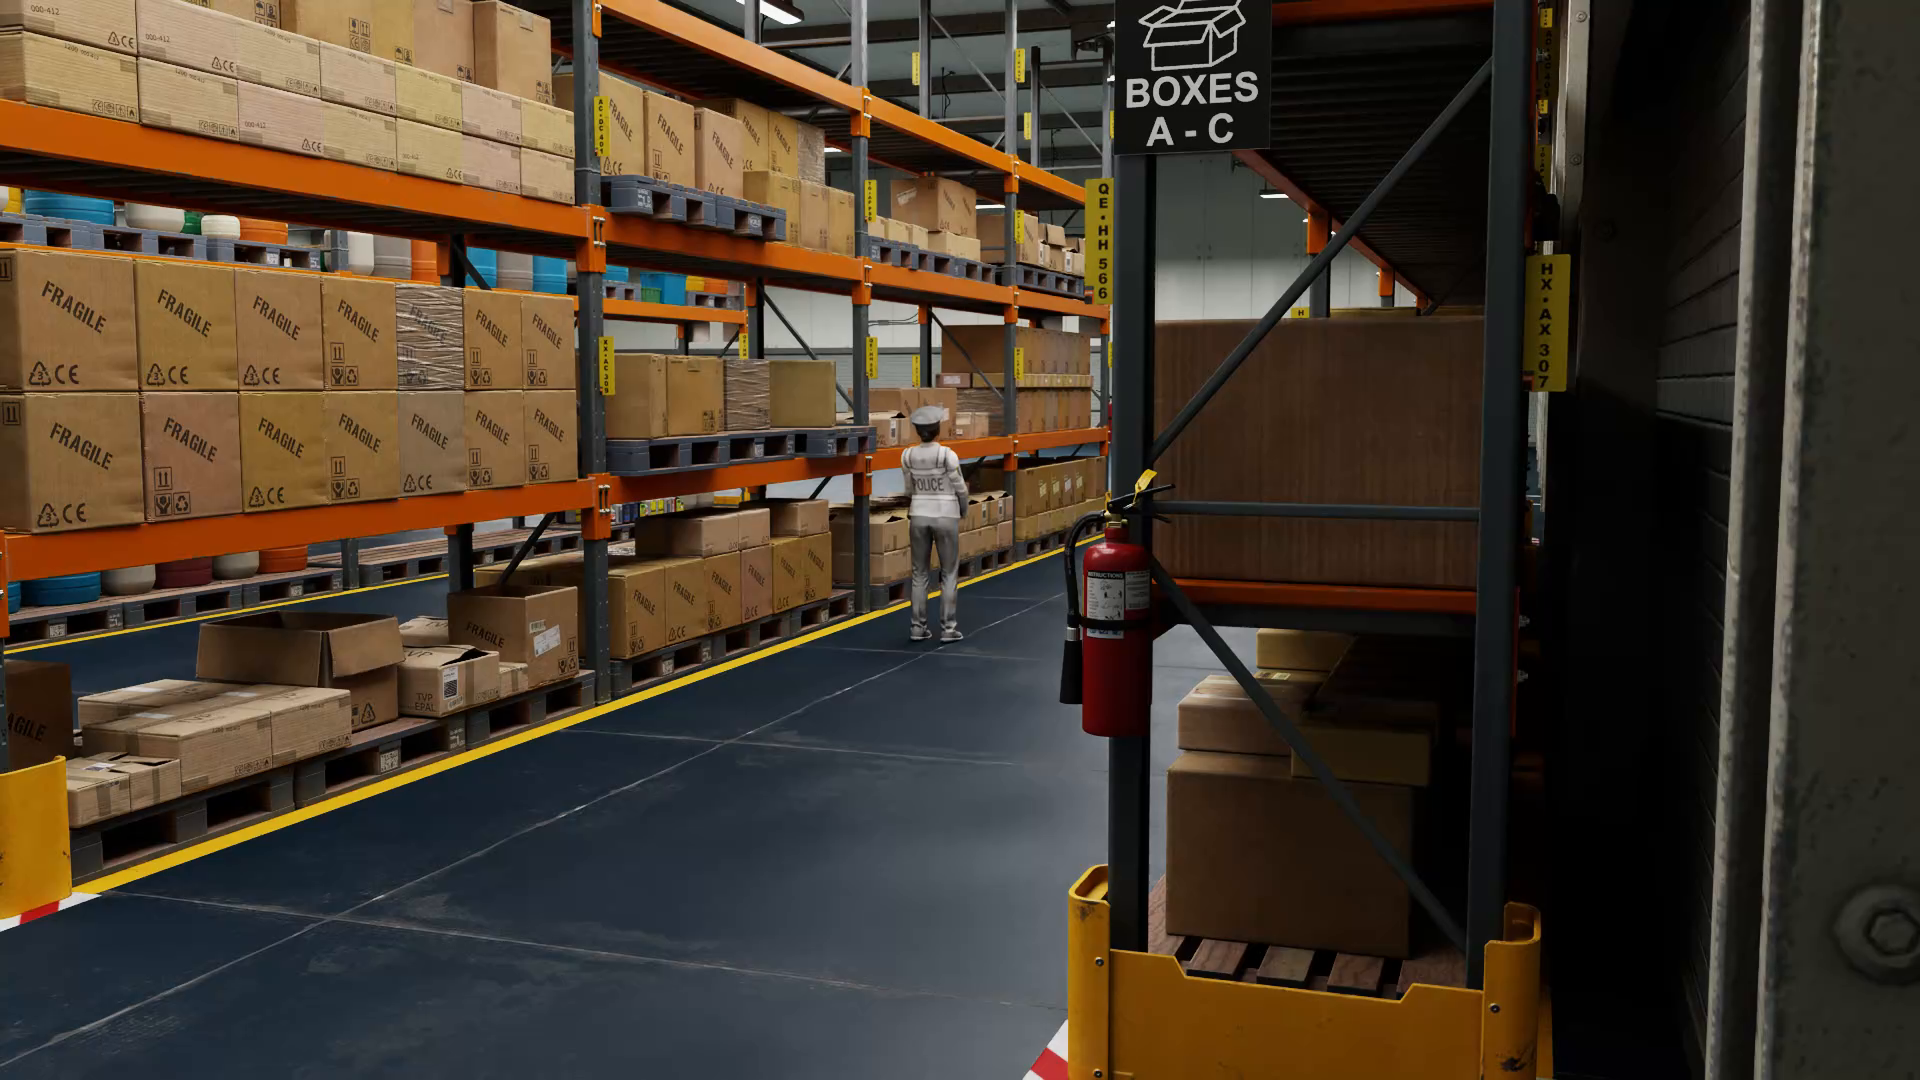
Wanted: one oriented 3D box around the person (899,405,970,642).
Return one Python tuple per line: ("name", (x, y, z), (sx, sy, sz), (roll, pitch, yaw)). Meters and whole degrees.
("person", (-0.180, -0.120, 11.893), (0.498, 1.686, 0.425), (2, 6, 18))
